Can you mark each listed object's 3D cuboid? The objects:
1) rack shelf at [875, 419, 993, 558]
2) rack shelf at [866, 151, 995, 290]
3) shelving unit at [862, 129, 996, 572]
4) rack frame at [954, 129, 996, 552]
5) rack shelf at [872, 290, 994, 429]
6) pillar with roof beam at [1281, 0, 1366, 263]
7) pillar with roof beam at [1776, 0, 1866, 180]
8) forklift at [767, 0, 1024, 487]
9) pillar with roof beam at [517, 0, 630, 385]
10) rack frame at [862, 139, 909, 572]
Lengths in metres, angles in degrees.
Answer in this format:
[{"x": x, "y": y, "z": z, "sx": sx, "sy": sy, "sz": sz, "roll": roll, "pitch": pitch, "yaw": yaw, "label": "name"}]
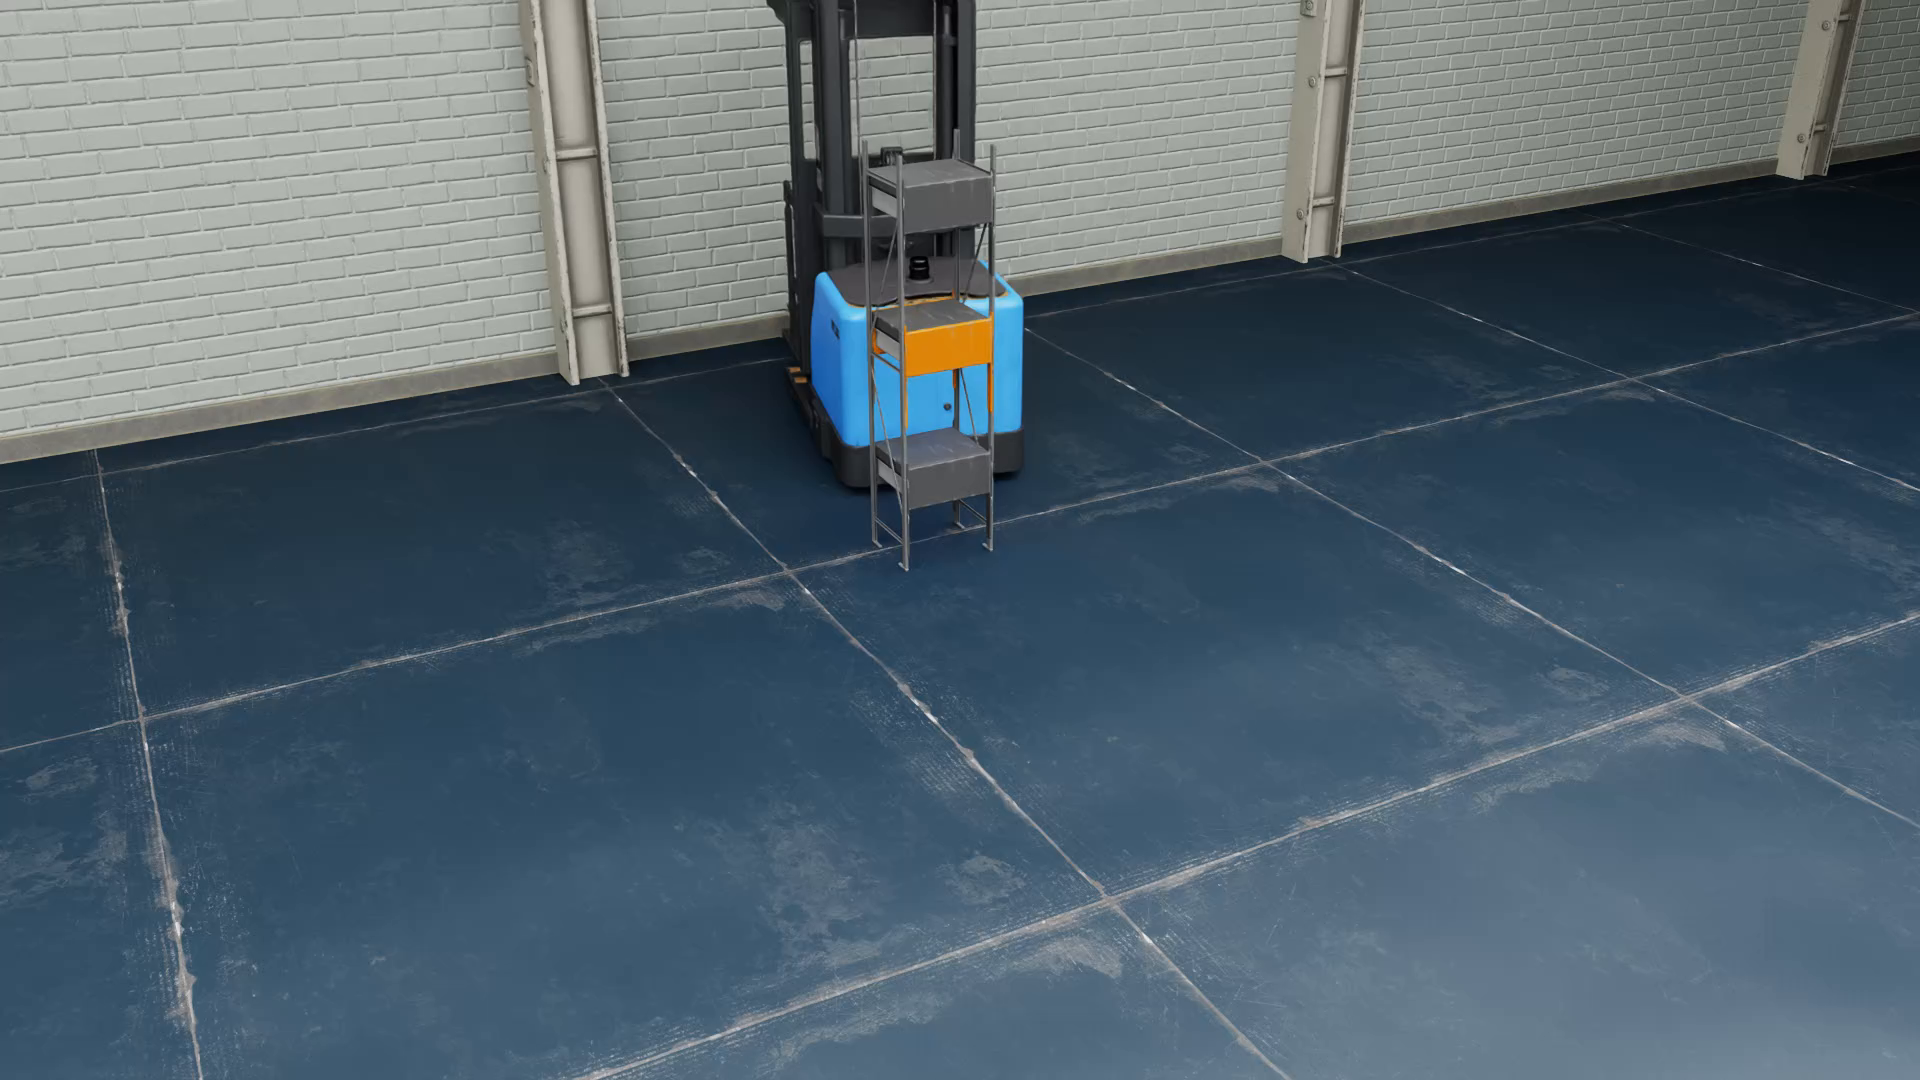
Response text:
[{"x": -0.146, "y": -0.270, "z": 8.534, "sx": 0.480, "sy": 0.518, "sz": 0.431, "roll": -13, "pitch": 29, "yaw": -25, "label": "rack shelf"}, {"x": -0.146, "y": -1.532, "z": 7.928, "sx": 0.480, "sy": 0.518, "sz": 0.431, "roll": -13, "pitch": 29, "yaw": -25, "label": "rack shelf"}, {"x": -0.146, "y": -0.913, "z": 8.225, "sx": 0.503, "sy": 2.100, "sz": 0.431, "roll": -13, "pitch": 29, "yaw": -25, "label": "shelving unit"}, {"x": 0.069, "y": -0.963, "z": 8.329, "sx": 0.015, "sy": 2.100, "sz": 0.400, "roll": -13, "pitch": 29, "yaw": -25, "label": "rack frame"}, {"x": -0.146, "y": -0.901, "z": 8.231, "sx": 0.480, "sy": 0.518, "sz": 0.431, "roll": -13, "pitch": 29, "yaw": -25, "label": "rack shelf"}, {"x": 4.887, "y": -4.743, "z": 8.231, "sx": 0.400, "sy": 9.000, "sz": 9.100, "roll": -13, "pitch": 29, "yaw": -25, "label": "pillar with roof beam"}, {"x": 10.181, "y": -5.965, "z": 10.776, "sx": 0.400, "sy": 9.000, "sz": 9.100, "roll": -13, "pitch": 29, "yaw": -25, "label": "pillar with roof beam"}, {"x": -0.511, "y": -2.228, "z": 10.003, "sx": 1.130, "sy": 2.935, "sz": 3.031, "roll": -7, "pitch": 26, "yaw": -13, "label": "forklift"}, {"x": -0.407, "y": -3.521, "z": 5.686, "sx": 0.400, "sy": 9.000, "sz": 9.100, "roll": -13, "pitch": 29, "yaw": -25, "label": "pillar with roof beam"}, {"x": -0.361, "y": -0.863, "z": 8.122, "sx": 0.015, "sy": 2.100, "sz": 0.400, "roll": -13, "pitch": 29, "yaw": -25, "label": "rack frame"}]
